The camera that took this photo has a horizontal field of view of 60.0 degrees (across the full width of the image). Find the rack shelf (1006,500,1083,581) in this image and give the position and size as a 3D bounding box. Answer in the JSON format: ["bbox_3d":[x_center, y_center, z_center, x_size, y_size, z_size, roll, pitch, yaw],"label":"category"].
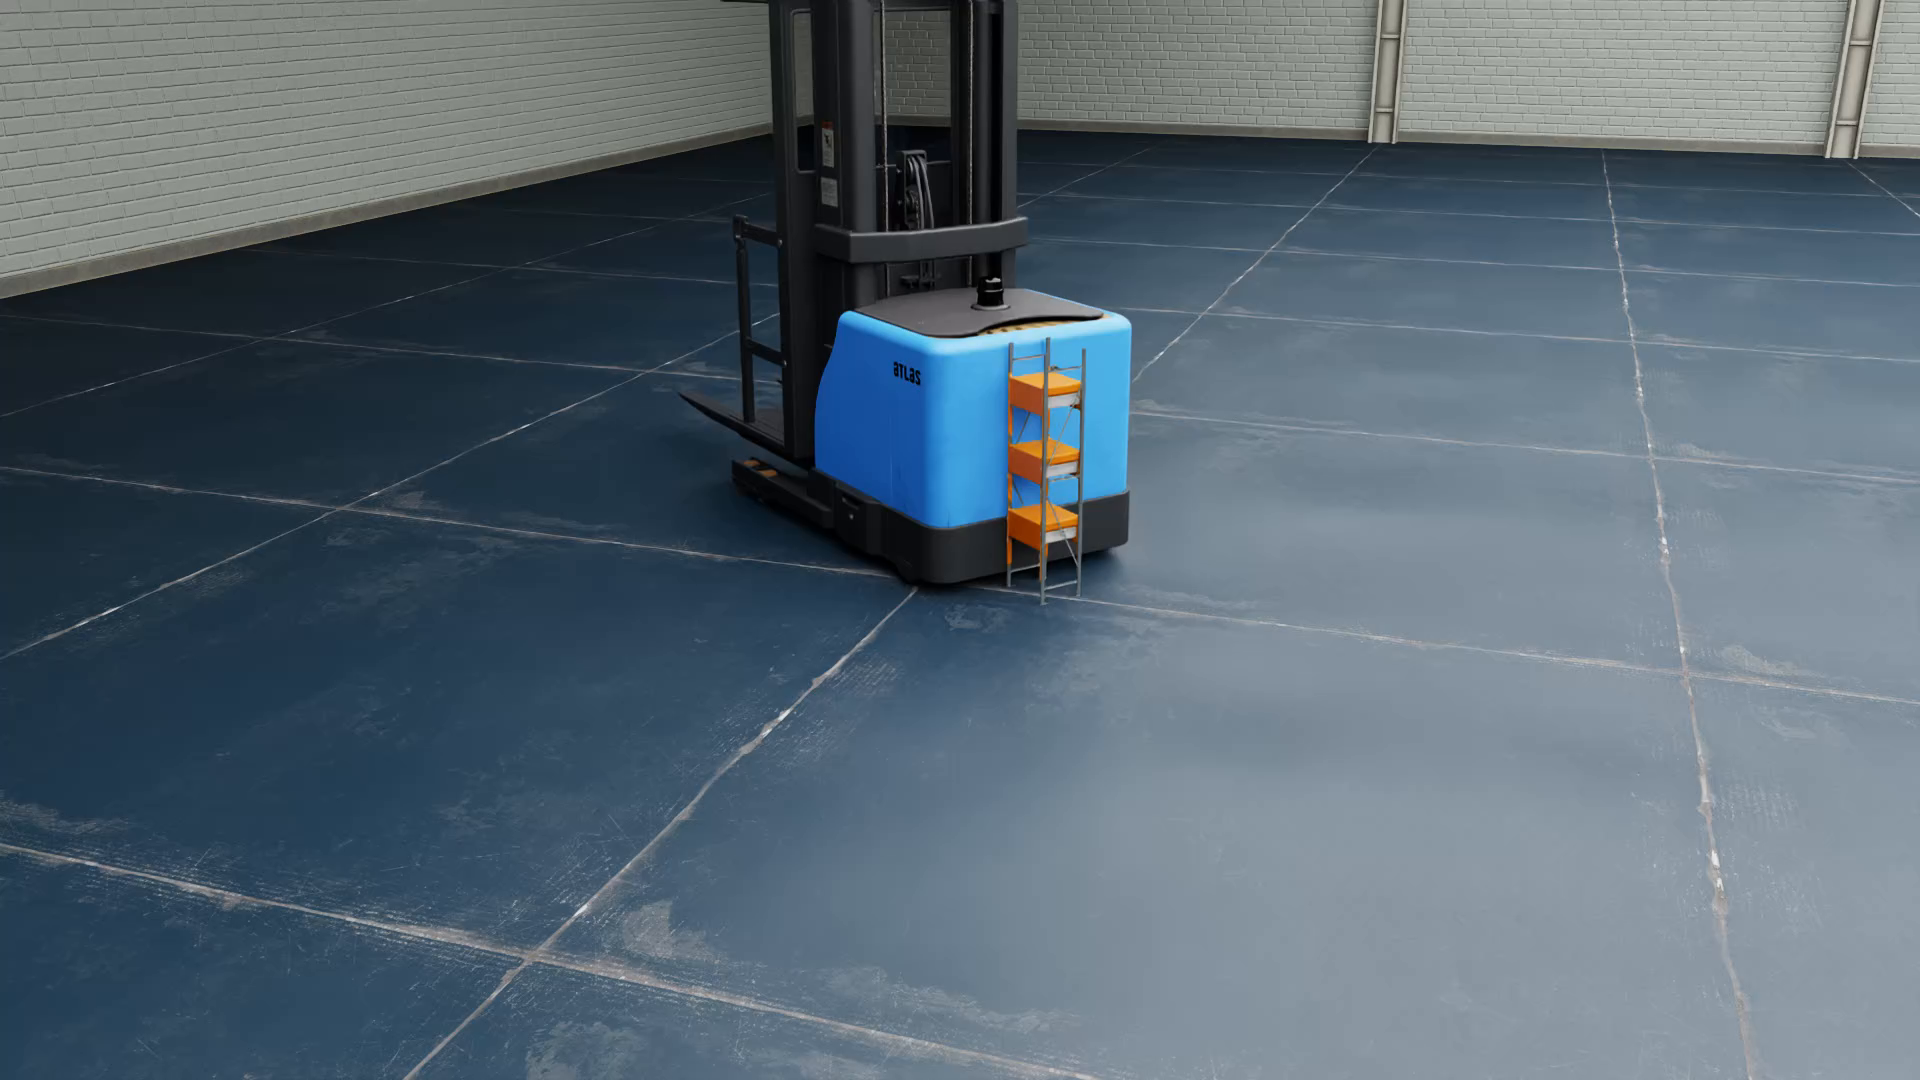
[{"bbox_3d":[0.348,-0.004,6.870,0.215,0.259,0.240,-12,22,-30],"label":"rack shelf"}]

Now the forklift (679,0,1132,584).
[{"bbox_3d":[-0.471,-1.635,7.815,1.130,2.935,3.031,-12,22,-30],"label":"forklift"}]

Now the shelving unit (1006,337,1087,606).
[{"bbox_3d":[0.347,-0.277,6.775,0.215,1.050,0.252,-12,22,-30],"label":"shelving unit"}]

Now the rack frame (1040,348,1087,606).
[{"bbox_3d":[0.413,-0.243,6.678,0.200,1.050,0.008,-12,22,-30],"label":"rack frame"}]

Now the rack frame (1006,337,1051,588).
[{"bbox_3d":[0.282,-0.311,6.873,0.200,1.050,0.008,-12,22,-30],"label":"rack frame"}]

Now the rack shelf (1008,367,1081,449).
[{"bbox_3d":[0.347,-0.535,6.686,0.215,0.259,0.240,-12,22,-30],"label":"rack shelf"}]

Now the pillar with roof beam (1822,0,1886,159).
[{"bbox_3d":[10.401,-8.053,17.008,0.400,9.000,9.100,7,20,18],"label":"pillar with roof beam"}]

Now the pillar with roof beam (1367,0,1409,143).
[{"bbox_3d":[4.734,-8.701,18.867,0.400,9.000,9.100,7,20,18],"label":"pillar with roof beam"}]

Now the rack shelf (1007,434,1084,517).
[{"bbox_3d":[0.347,-0.267,6.779,0.215,0.259,0.240,-12,22,-30],"label":"rack shelf"}]
